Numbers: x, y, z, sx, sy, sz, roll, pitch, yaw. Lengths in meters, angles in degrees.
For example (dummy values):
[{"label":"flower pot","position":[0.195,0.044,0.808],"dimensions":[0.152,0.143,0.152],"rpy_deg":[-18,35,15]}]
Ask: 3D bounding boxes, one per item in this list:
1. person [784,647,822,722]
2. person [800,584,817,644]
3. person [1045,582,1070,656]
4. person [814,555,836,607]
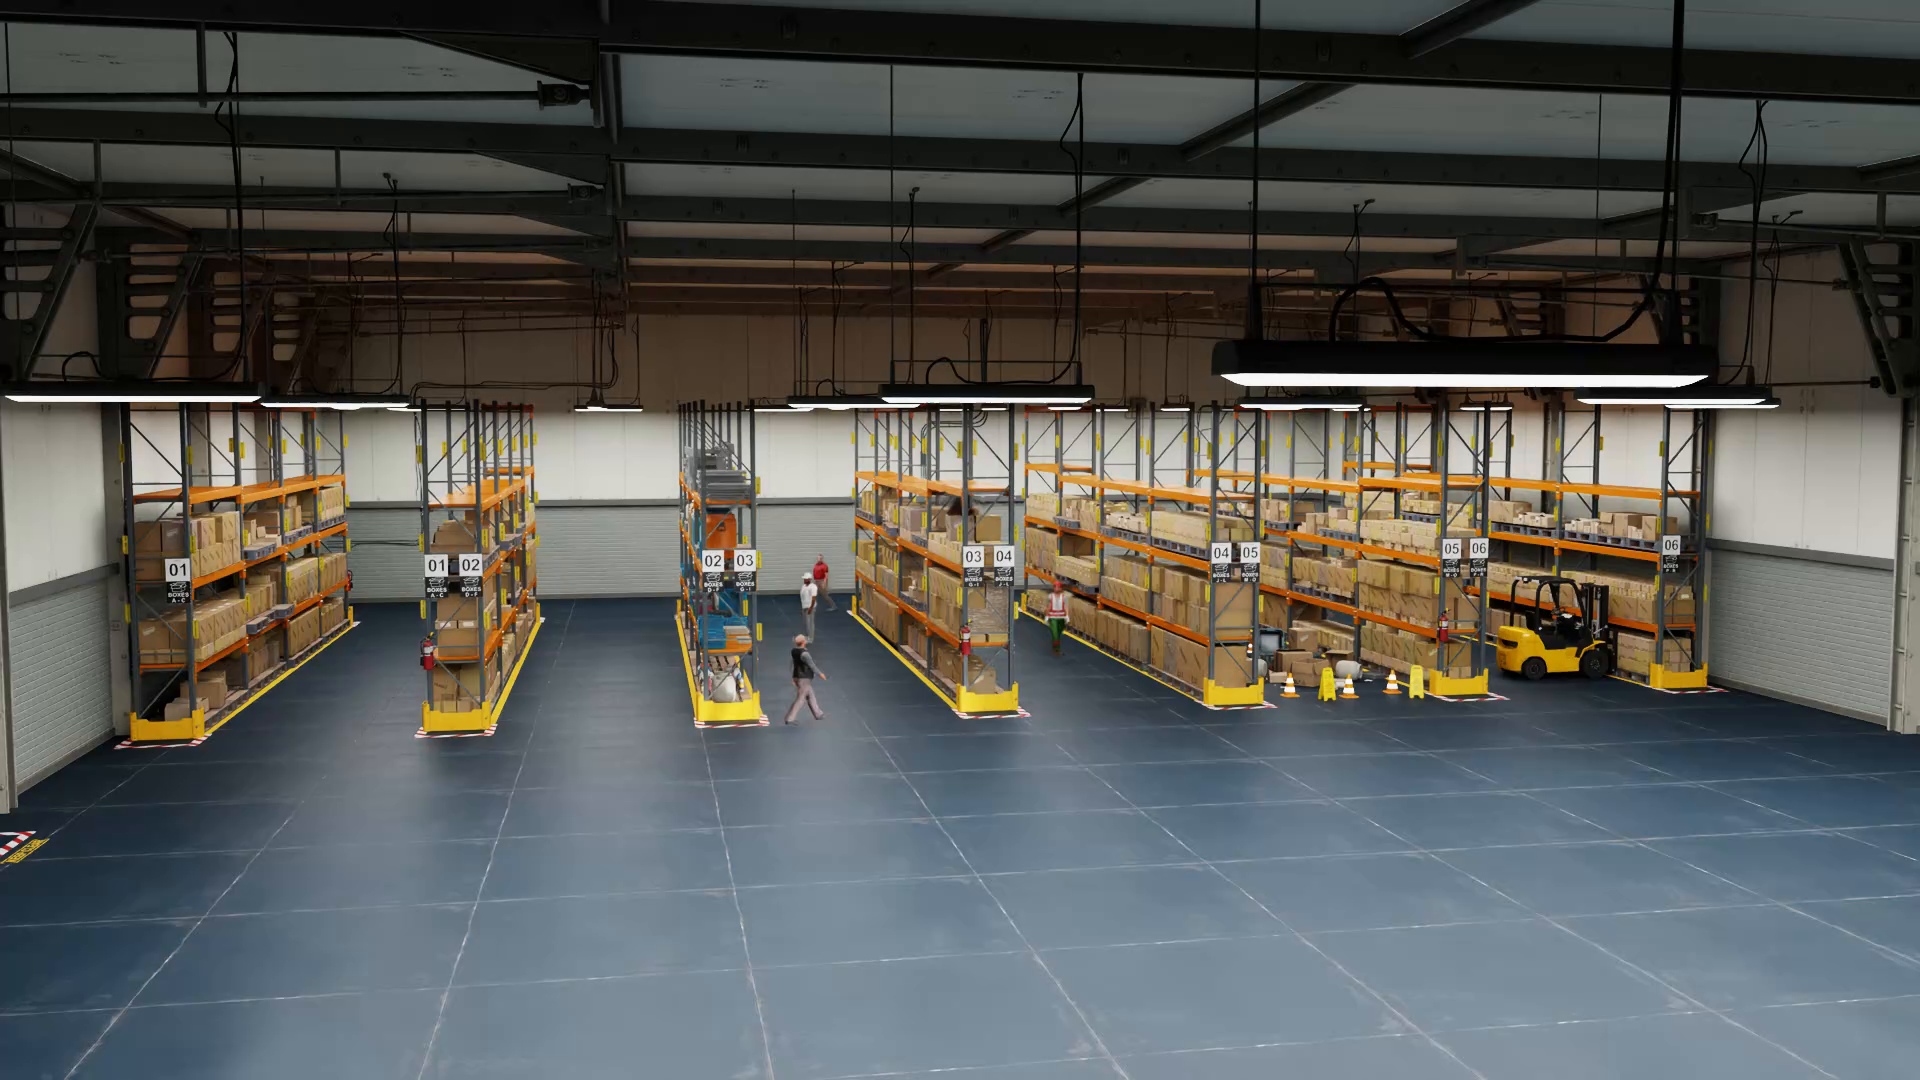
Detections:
[{"label":"person","position":[-2.886,2.654,30.698],"dimensions":[0.861,1.363,0.443],"rpy_deg":[-3,5,-31]},{"label":"person","position":[-3.817,1.836,41.536],"dimensions":[0.427,1.498,0.434],"rpy_deg":[-3,5,-37]},{"label":"person","position":[2.332,1.856,39.432],"dimensions":[0.555,1.729,1.055],"rpy_deg":[-1,4,-13]},{"label":"person","position":[-3.985,1.236,48.030],"dimensions":[0.824,1.630,0.639],"rpy_deg":[-4,6,-39]}]
